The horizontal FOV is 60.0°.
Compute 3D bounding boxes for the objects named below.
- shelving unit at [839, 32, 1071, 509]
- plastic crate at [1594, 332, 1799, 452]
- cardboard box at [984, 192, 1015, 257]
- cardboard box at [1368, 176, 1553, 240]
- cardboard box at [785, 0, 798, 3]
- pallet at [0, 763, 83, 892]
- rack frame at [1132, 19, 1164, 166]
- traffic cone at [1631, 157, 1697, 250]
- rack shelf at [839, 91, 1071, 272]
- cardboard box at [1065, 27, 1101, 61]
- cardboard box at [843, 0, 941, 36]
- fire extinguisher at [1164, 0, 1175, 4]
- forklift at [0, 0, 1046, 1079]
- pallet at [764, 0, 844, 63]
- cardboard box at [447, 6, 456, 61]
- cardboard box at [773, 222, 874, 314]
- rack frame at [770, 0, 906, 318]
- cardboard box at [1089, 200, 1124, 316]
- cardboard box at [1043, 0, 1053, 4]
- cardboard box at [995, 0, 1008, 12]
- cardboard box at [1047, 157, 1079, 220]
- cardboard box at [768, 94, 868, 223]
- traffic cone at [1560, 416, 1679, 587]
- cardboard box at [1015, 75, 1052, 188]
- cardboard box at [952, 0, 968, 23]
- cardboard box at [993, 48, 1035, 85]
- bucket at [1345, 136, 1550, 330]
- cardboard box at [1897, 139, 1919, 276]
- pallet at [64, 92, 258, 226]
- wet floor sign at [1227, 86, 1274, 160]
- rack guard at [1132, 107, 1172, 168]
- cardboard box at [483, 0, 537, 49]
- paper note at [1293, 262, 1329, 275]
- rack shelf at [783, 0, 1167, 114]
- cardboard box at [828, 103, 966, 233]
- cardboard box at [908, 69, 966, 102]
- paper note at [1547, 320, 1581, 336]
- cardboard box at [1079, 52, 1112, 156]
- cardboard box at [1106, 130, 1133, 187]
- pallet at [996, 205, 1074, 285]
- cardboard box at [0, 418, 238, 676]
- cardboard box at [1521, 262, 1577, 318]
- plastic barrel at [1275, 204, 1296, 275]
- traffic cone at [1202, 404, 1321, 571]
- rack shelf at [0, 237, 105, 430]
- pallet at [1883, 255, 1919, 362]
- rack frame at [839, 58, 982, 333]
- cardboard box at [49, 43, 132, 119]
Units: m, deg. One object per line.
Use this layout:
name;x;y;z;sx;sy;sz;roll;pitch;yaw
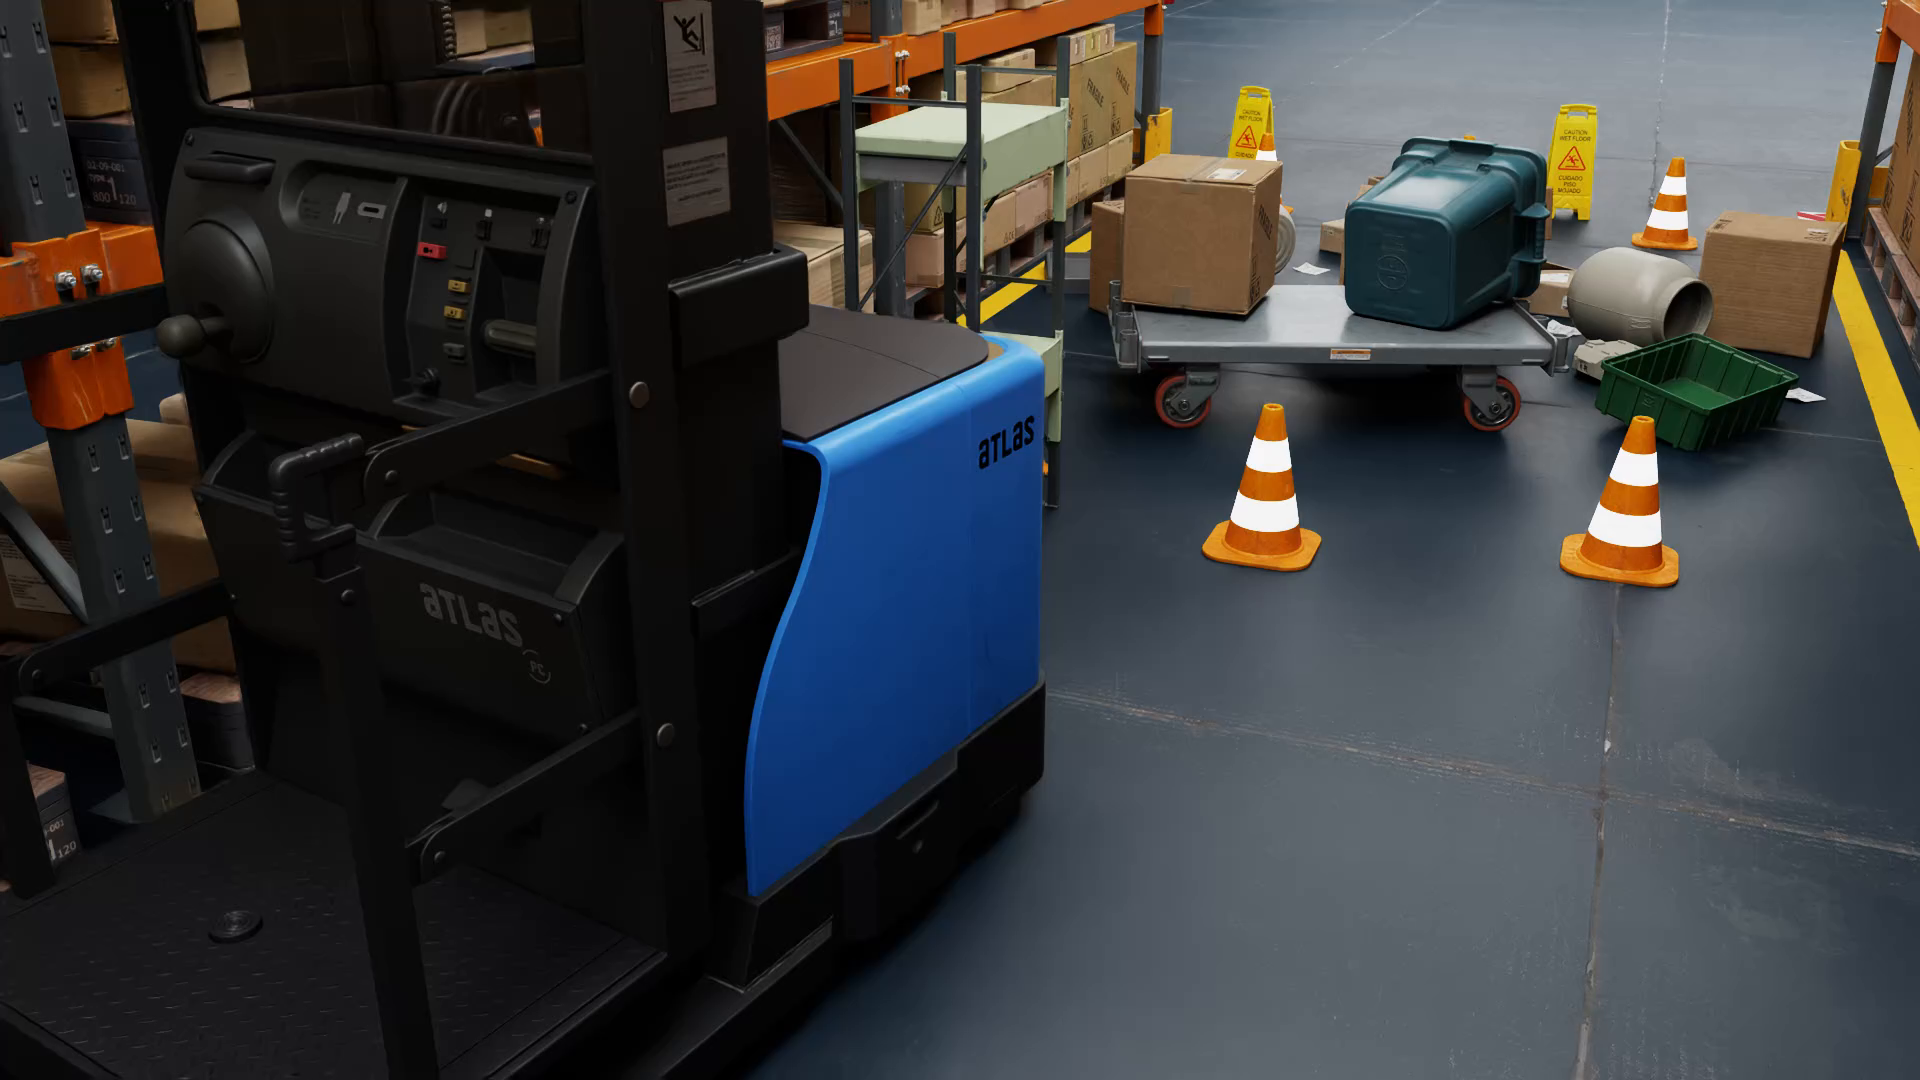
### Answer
shelving unit;0.002;-0.694;4.967;0.431;1.500;0.755;9;24;20
plastic crate;2.765;-0.560;6.272;0.662;0.188;0.450;-17;38;-35
cardboard box;-0.059;-1.544;8.076;0.500;0.250;0.500;10;25;23
cardboard box;2.468;-1.542;8.288;0.797;0.503;0.637;-7;24;-17
cardboard box;-0.766;-2.016;5.965;0.380;0.149;0.250;8;24;18
pallet;-2.565;0.736;3.214;1.003;0.211;1.213;9;24;20
rack frame;0.769;-3.685;10.180;1.000;3.000;0.127;9;24;20
traffic cone;3.887;-1.855;9.091;0.336;0.463;0.334;9;24;20
rack shelf;0.002;-1.055;4.816;0.431;0.370;0.720;9;24;20
cardboard box;0.544;-2.701;9.032;0.380;0.149;0.250;9;24;21
cardboard box;-0.302;-2.204;6.961;0.380;0.149;0.250;9;24;20
fire extinguisher;1.240;-3.624;10.135;0.296;0.674;0.183;9;24;20
forklift;-1.037;-0.396;2.396;1.130;2.935;3.031;14;27;30
pallet;-1.135;-1.912;6.185;1.003;0.211;1.213;9;24;20
cardboard box;-1.507;-1.273;4.186;0.380;0.149;0.250;9;24;20
cardboard box;-0.909;-1.047;6.728;0.950;0.372;0.625;9;24;21
rack frame;-0.716;-2.253;6.753;1.000;3.000;0.127;9;24;20
cardboard box;0.945;-1.290;7.686;0.500;0.500;0.500;-12;25;-26
cardboard box;0.250;-2.755;8.280;0.380;0.149;0.250;9;24;20
cardboard box;0.009;-2.585;7.873;0.380;0.149;0.250;9;24;20
cardboard box;0.330;-1.910;8.953;0.500;0.250;0.500;8;24;18
cardboard box;-0.746;-1.775;7.656;0.500;0.500;0.500;8;24;19
traffic cone;2.017;-0.147;5.001;0.336;0.463;0.334;9;24;20
cardboard box;0.136;-2.075;8.377;0.500;0.500;0.500;10;25;23
cardboard box;-0.186;-2.402;7.434;0.380;0.149;0.250;9;24;20
cardboard box;0.142;-2.313;8.105;0.380;0.149;0.250;10;25;23
bucket;1.827;-1.151;6.388;0.726;0.611;0.620;19;39;38
cardboard box;4.887;-1.658;7.540;0.875;0.875;0.875;8;24;19
pallet;-2.036;-1.004;4.010;1.213;0.211;1.003;9;24;20
wet floor sign;1.833;-2.513;10.430;0.267;0.644;0.232;19;29;38
rack guard;0.741;-2.504;10.597;1.175;0.500;0.348;9;24;20
cardboard box;-1.421;-1.477;4.675;0.380;0.149;0.250;10;25;22
paper note;1.812;-1.404;8.586;0.148;0.019;0.142;19;29;38
rack shelf;0.027;-2.637;8.605;1.077;0.370;4.000;9;24;20
cardboard box;-0.247;-1.697;7.470;0.500;0.500;0.500;10;25;23
cardboard box;-0.144;-2.032;7.432;0.380;0.149;0.250;9;24;21
paper note;2.722;-0.955;7.507;0.172;0.023;0.155;19;29;38
cardboard box;0.523;-2.445;9.260;0.500;0.500;0.500;10;25;22
cardboard box;0.710;-2.273;9.824;0.500;0.250;0.500;9;24;20
pallet;-0.048;-1.650;8.927;1.003;0.211;1.213;9;24;20
cardboard box;-1.983;-0.004;4.232;0.950;0.372;0.625;7;24;16
cardboard box;2.845;-1.198;7.774;0.396;0.266;0.258;13;26;29
plastic barrel;1.408;-1.540;8.388;0.421;0.421;0.512;-12;25;-26
traffic cone;0.944;-0.192;5.109;0.336;0.463;0.334;9;24;20
rack shelf;-2.945;0.226;1.751;1.077;0.370;4.000;9;24;20
pallet;4.724;-0.993;7.354;1.003;0.211;1.213;9;24;20
rack frame;-0.133;-0.563;4.653;0.400;1.500;0.023;9;24;20
cardboard box;-1.909;-0.990;3.508;0.380;0.149;0.250;7;24;17
